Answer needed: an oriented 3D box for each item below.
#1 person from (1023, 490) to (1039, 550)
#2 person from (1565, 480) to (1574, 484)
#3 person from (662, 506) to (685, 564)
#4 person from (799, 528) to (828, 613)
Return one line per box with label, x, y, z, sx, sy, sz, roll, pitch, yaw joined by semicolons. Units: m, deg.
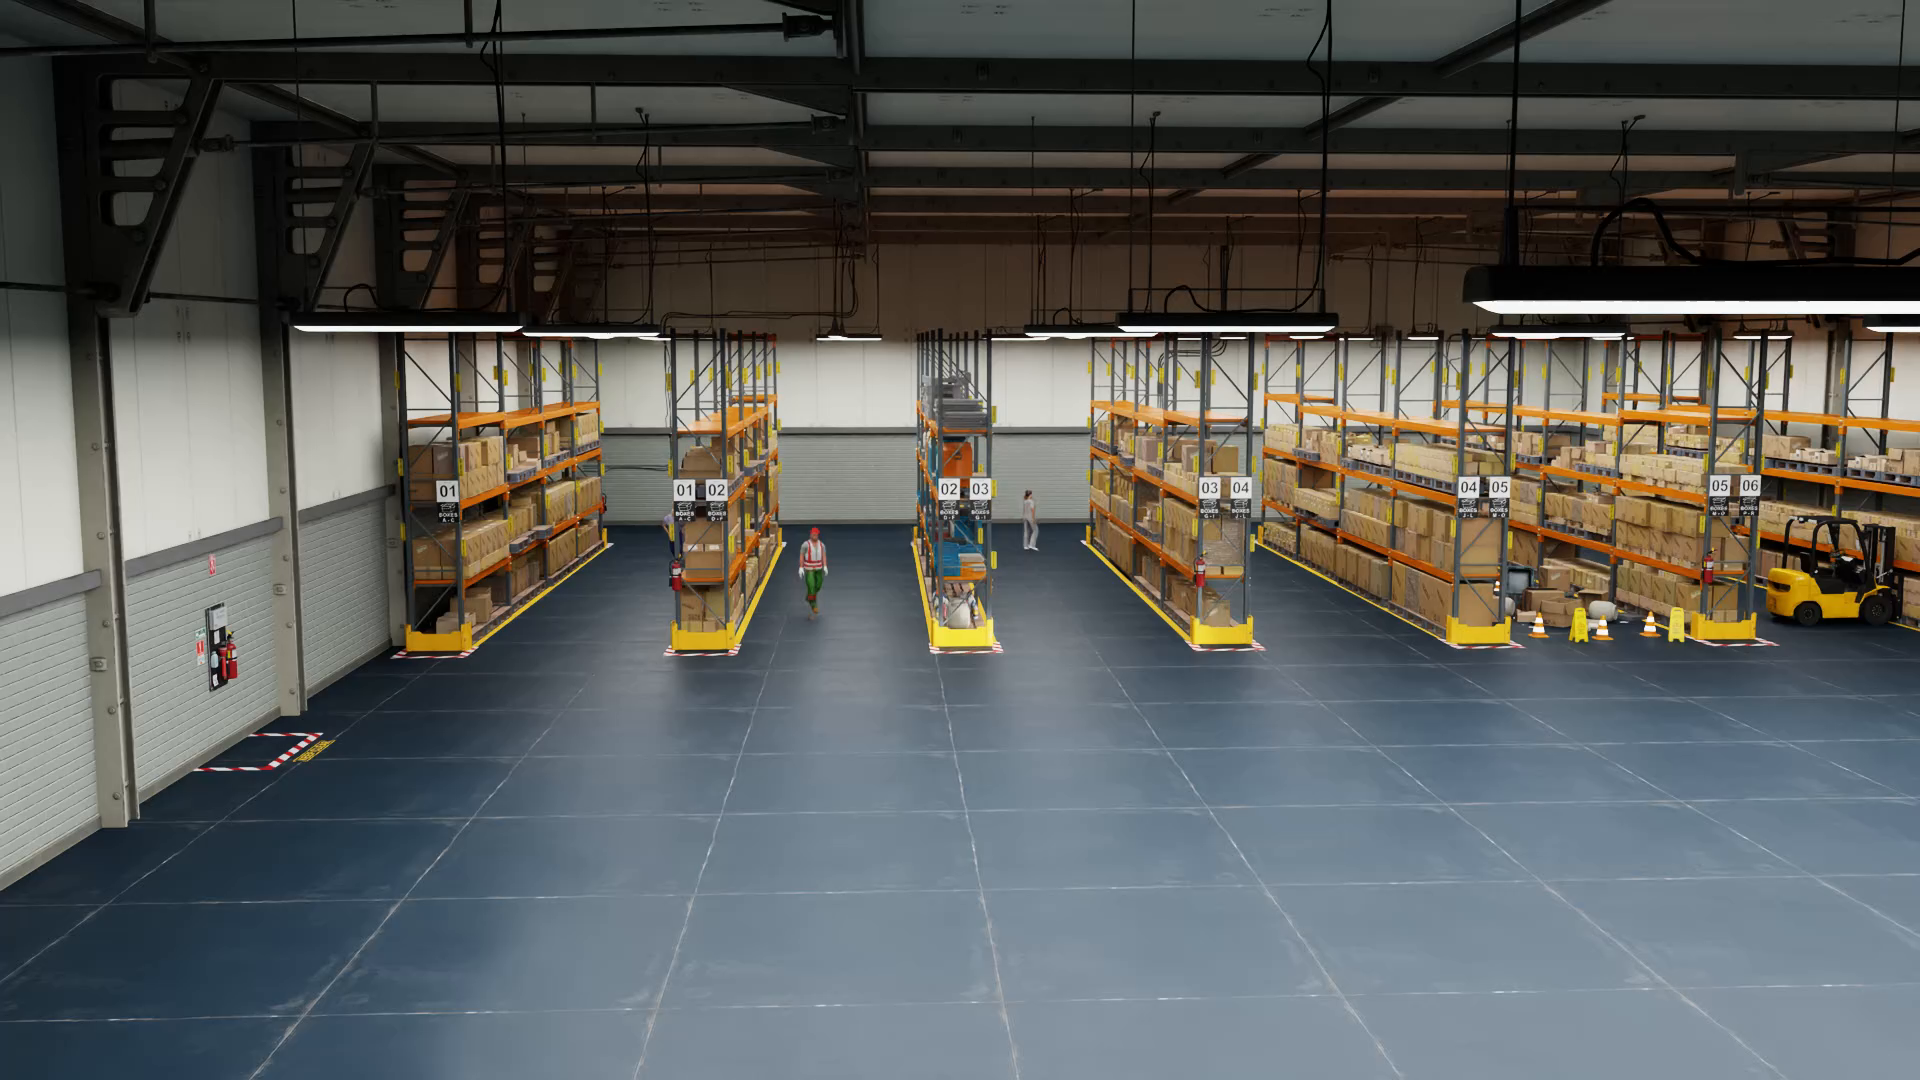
person;1.903;-0.547;46.292;0.412;1.705;0.523;-6;9;-42
person;18.112;-0.959;49.520;0.503;1.657;0.575;6;9;42
person;-7.372;-0.121;43.069;0.573;1.558;0.746;1;7;6
person;-3.044;0.604;34.788;0.564;1.738;0.958;-5;8;-36
